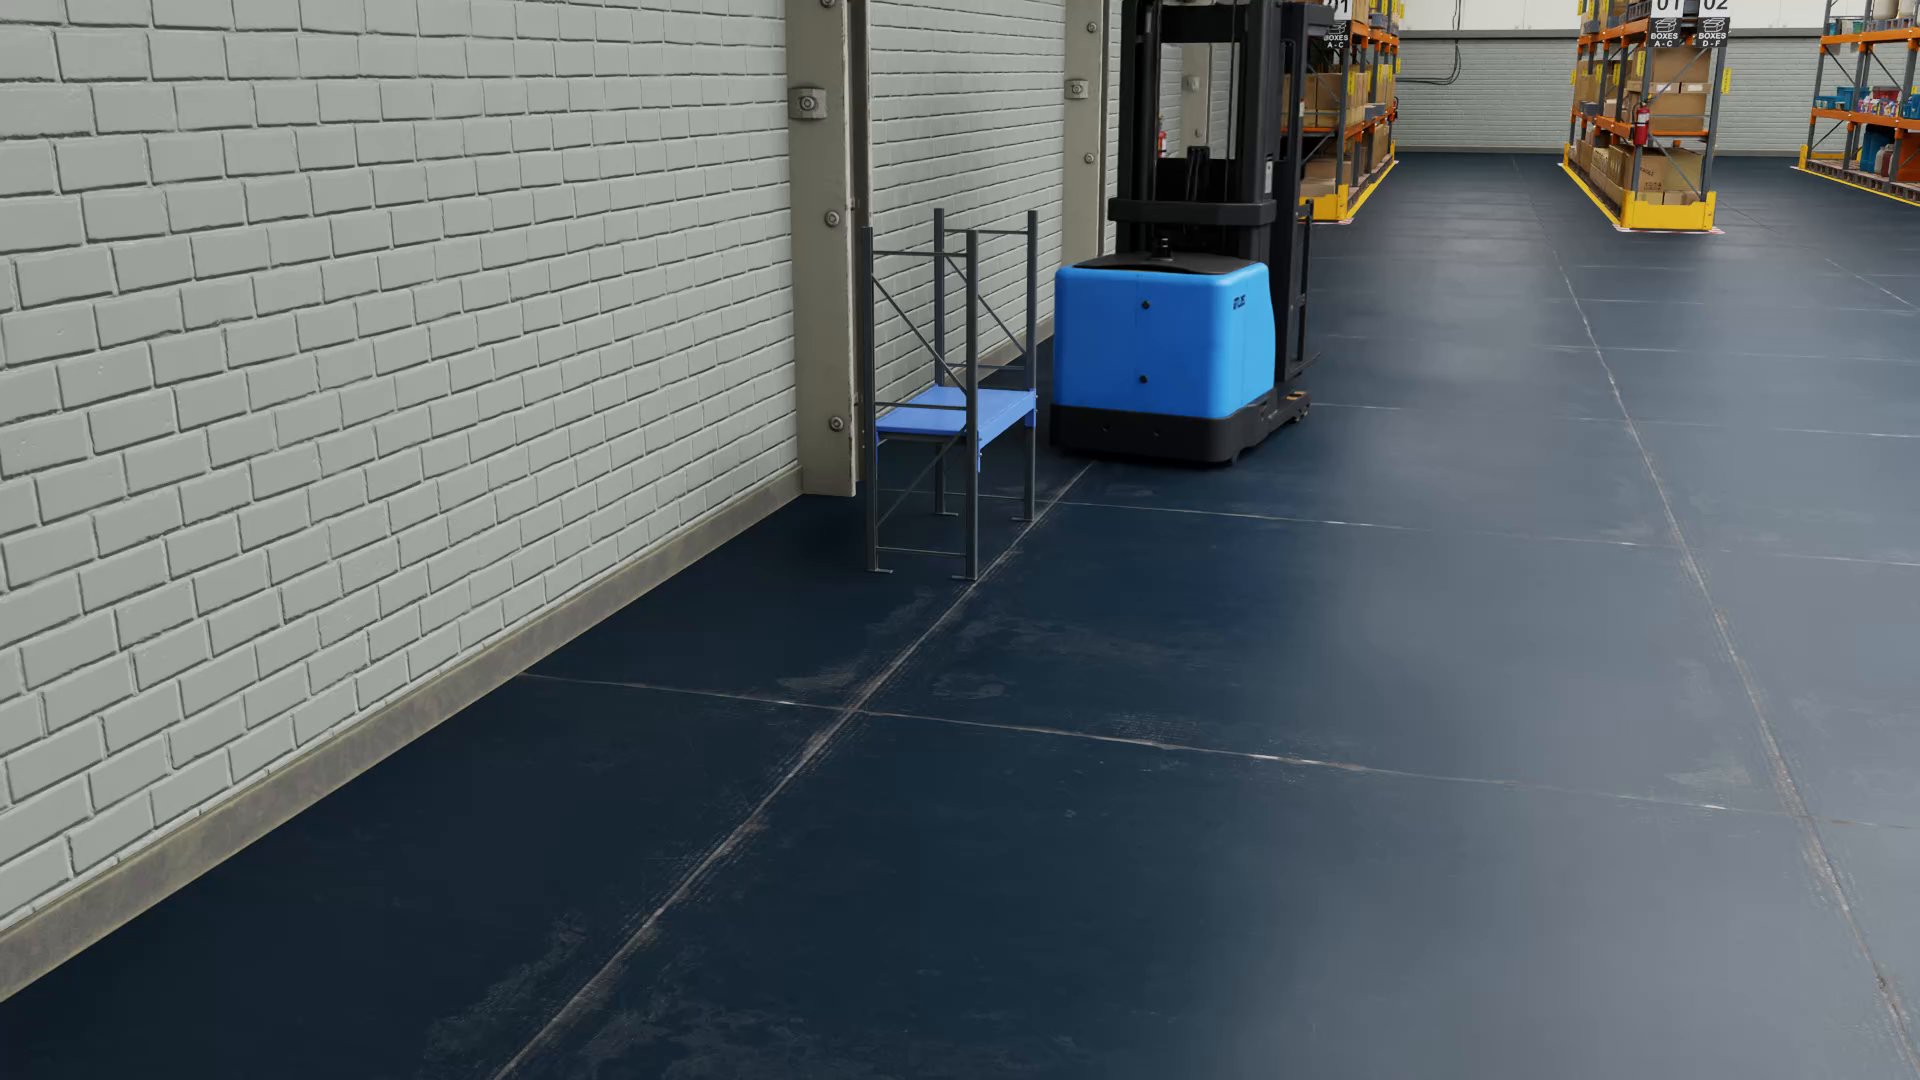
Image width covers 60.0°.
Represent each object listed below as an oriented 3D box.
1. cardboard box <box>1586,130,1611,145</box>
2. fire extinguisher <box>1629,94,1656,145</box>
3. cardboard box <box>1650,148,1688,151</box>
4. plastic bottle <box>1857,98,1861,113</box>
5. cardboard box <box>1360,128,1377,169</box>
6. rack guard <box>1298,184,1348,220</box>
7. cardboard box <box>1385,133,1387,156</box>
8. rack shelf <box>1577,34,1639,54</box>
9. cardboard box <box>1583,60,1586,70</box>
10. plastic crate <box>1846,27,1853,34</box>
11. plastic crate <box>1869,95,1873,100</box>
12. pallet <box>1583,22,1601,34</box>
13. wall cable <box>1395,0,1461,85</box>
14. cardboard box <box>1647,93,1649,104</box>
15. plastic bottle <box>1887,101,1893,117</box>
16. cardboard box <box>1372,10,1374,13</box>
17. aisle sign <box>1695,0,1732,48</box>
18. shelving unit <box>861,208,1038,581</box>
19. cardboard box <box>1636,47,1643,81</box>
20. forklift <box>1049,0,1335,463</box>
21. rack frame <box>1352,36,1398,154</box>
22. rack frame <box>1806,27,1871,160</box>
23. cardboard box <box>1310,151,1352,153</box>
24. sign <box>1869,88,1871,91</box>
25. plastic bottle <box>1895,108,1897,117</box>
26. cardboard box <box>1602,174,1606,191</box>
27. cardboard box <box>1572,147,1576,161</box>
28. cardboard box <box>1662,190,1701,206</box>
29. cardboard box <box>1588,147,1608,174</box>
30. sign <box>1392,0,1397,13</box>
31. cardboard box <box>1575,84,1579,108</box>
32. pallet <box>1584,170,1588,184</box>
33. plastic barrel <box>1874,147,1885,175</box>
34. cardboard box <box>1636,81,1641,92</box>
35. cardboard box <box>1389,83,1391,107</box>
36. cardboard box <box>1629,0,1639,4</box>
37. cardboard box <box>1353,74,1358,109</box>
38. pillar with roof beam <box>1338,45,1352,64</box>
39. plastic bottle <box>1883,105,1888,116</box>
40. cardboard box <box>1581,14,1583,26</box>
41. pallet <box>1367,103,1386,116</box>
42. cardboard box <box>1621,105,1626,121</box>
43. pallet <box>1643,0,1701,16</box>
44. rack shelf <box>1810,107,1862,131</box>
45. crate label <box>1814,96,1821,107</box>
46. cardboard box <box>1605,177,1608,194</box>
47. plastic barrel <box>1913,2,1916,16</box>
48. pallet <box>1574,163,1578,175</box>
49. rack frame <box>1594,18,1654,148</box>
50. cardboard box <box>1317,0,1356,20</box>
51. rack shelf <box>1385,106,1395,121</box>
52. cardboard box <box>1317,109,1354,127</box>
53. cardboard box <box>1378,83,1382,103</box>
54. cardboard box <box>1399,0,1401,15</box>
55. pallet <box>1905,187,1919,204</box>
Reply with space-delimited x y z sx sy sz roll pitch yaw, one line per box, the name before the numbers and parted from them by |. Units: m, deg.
cardboard box | 12.458 -7.815 32.286 0.500 0.250 0.500 4 16 15
fire extinguisher | 9.367 -5.774 22.832 0.296 0.674 0.183 5 16 16
cardboard box | 10.768 -5.694 25.301 0.500 0.500 0.500 5 16 16
plastic bottle | 17.491 -8.442 32.309 0.061 0.283 0.133 5 16 16
cardboard box | 7.703 -7.633 32.412 0.750 0.750 0.750 4 16 15
rack guard | 5.117 -5.007 24.565 1.175 0.500 0.348 5 16 16
cardboard box | 9.397 -9.053 38.062 0.700 0.500 0.500 5 16 16
rack shelf | 13.824 -10.566 35.406 1.077 0.370 4.000 5 16 16
cardboard box | 13.294 -9.762 34.732 0.500 0.500 0.500 4 16 15
plastic crate | 18.000 -10.239 33.418 0.293 0.136 0.466 5 16 16
plastic crate | 18.614 -8.918 33.880 0.437 0.282 0.530 5 16 16
pallet | 13.003 -10.133 32.906 1.213 0.211 1.003 5 16 16
wall cable | 11.592 -13.220 43.637 3.097 2.526 0.112 5 16 16
cardboard box | 10.135 -6.113 23.703 0.700 0.500 0.500 5 17 17
plastic bottle | 16.800 -7.782 30.006 0.097 0.271 0.097 0 16 0
cardboard box | 7.721 -10.403 32.523 0.700 0.500 0.500 6 17 19
aisle sign | 10.121 -7.016 22.304 0.394 0.787 0.004 5 16 16
shelving unit | -0.024 -0.699 7.546 0.538 1.500 1.048 5 16 16
cardboard box | 10.577 -7.145 24.963 0.700 0.500 0.500 5 16 16
forklift | 1.595 -2.190 10.180 1.130 2.935 3.031 7 17 24
rack frame | 9.642 -10.376 38.912 1.000 3.000 0.127 5 16 16
rack frame | 19.141 -9.607 36.204 1.000 3.000 0.127 5 16 16
cardboard box | 6.524 -6.578 29.299 0.700 0.500 0.500 4 16 15
sign | 19.673 -9.647 36.046 0.100 0.325 0.005 5 16 16
plastic bottle | 16.623 -7.586 29.443 0.097 0.201 0.097 0 16 0
cardboard box | 10.822 -5.863 27.273 0.500 0.250 0.500 4 16 15
cardboard box | 13.359 -8.231 35.474 0.500 0.311 0.500 5 16 16
cardboard box | 10.211 -4.809 23.555 0.500 0.250 0.500 5 16 16
cardboard box | 12.160 -7.171 31.390 0.500 0.500 0.500 5 17 18
sign | 9.028 -11.133 34.561 0.100 0.325 0.005 5 16 16
cardboard box | 13.727 -9.678 36.271 0.500 0.500 0.500 5 16 16
pallet | 12.716 -7.068 32.363 1.003 0.211 1.213 5 16 16
plastic barrel | 17.386 -7.099 31.150 0.421 0.512 0.421 0 16 0
cardboard box | 10.284 -6.752 24.766 0.380 0.149 0.250 4 16 15
cardboard box | 9.085 -9.996 37.023 0.980 0.700 0.700 4 16 13
cardboard box | 10.433 -8.270 25.129 0.500 0.311 0.500 4 16 13
cardboard box | 5.669 -6.718 24.881 0.500 0.500 0.500 5 16 16
pillar with roof beam | 13.708 -13.701 39.644 9.100 9.000 0.400 5 16 16
plastic bottle | 16.883 -7.825 30.284 0.097 0.201 0.097 0 16 0
cardboard box | 13.997 -11.490 36.702 0.500 0.250 0.500 5 16 16
pallet | 7.268 -7.996 30.873 1.213 0.211 1.003 5 16 16
cardboard box | 11.056 -7.032 27.372 0.396 0.266 0.258 4 16 15
pallet | 10.071 -7.390 23.051 1.003 0.211 1.213 5 16 16
rack shelf | 18.572 -8.738 34.457 1.077 0.370 4.000 5 16 16
crate label | 18.755 -9.517 36.081 0.416 0.233 0.303 5 16 16
cardboard box | 10.560 -5.634 26.466 0.500 0.250 0.500 5 16 16
plastic barrel | 17.031 -9.385 29.406 0.301 0.262 0.301 0 16 0
pallet | 13.452 -7.784 34.886 1.003 0.211 1.213 5 16 16
rack frame | 12.119 -7.899 30.182 1.000 3.000 0.127 5 16 16
cardboard box | 5.430 -7.758 23.969 0.500 0.500 0.500 5 17 17
rack shelf | 9.074 -9.506 37.166 1.077 0.370 4.000 5 16 16
cardboard box | 5.538 -6.230 24.535 0.500 0.250 0.500 4 16 14
cardboard box | 7.910 -8.727 32.335 0.500 0.500 0.500 5 17 18
cardboard box | 9.696 -12.145 37.601 0.500 0.500 0.500 5 16 16
pallet | 16.261 -5.655 27.380 1.003 0.211 1.213 5 16 16
